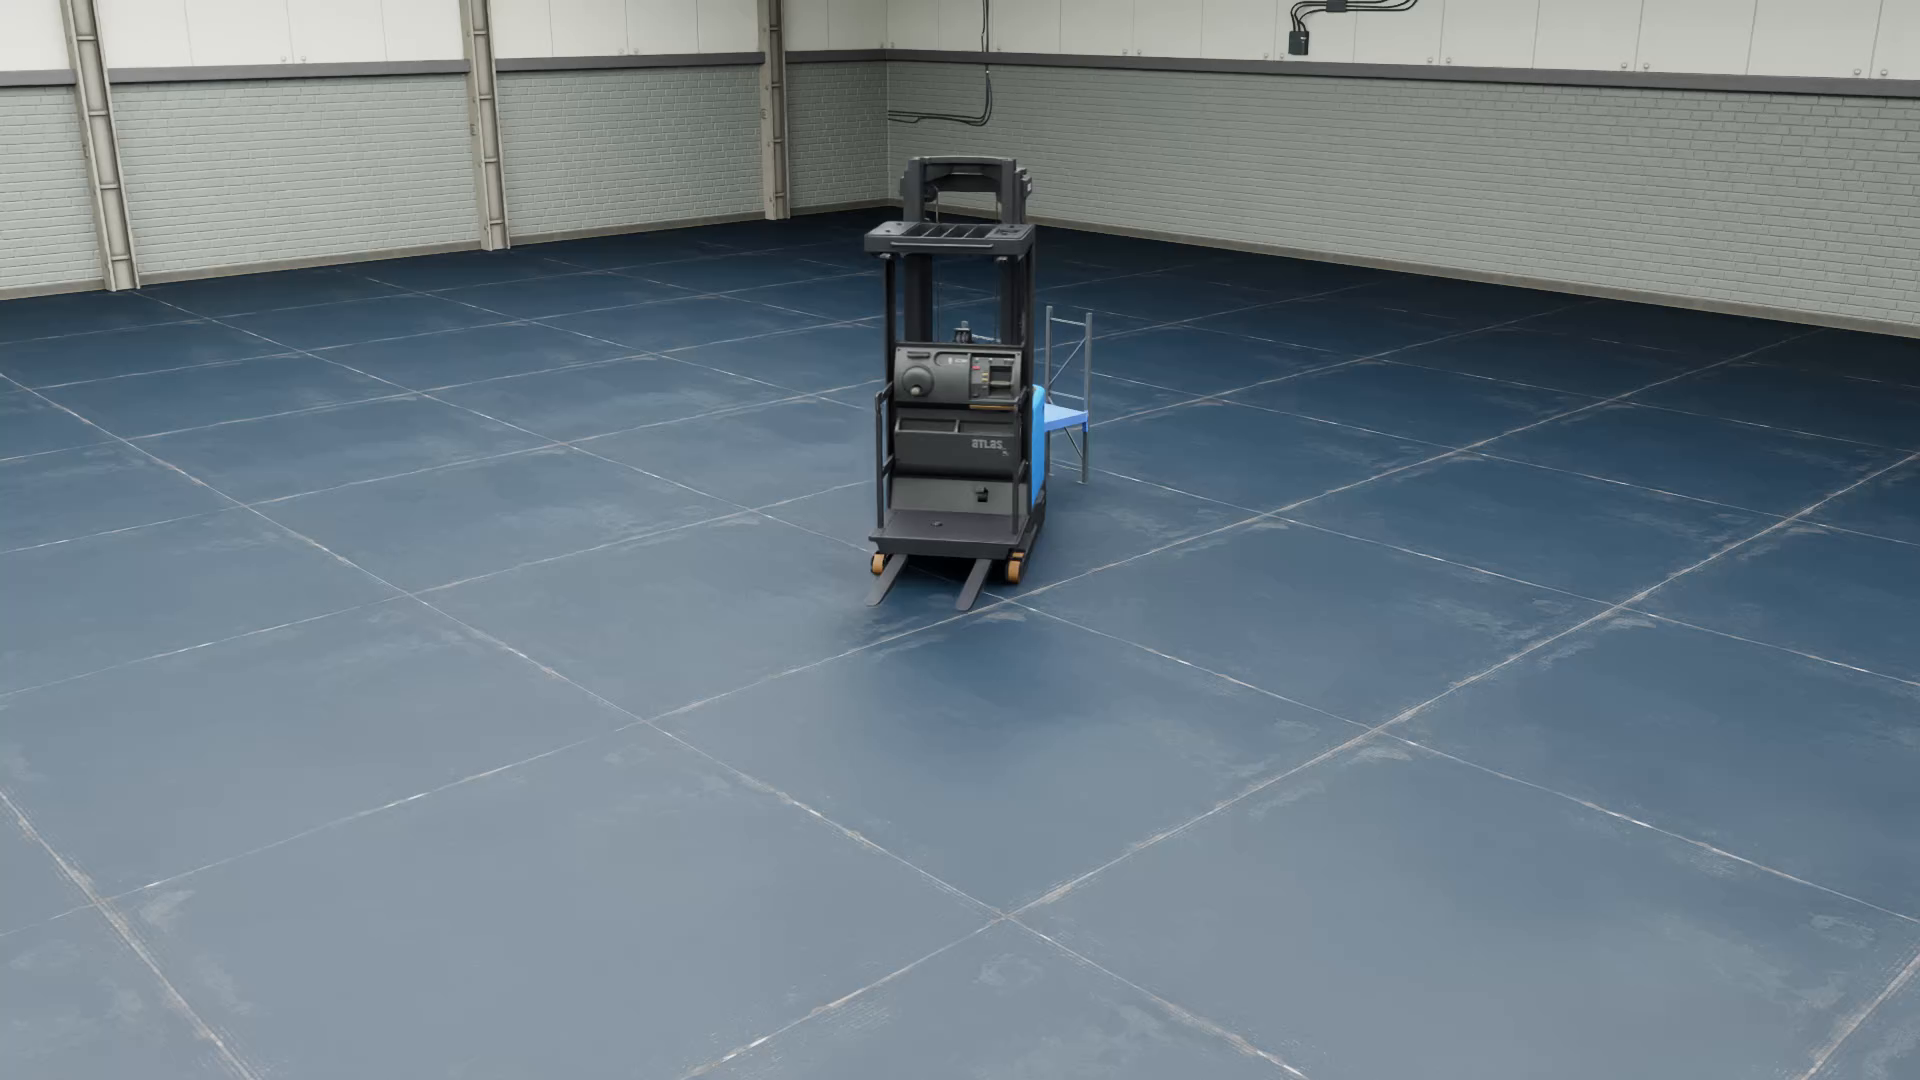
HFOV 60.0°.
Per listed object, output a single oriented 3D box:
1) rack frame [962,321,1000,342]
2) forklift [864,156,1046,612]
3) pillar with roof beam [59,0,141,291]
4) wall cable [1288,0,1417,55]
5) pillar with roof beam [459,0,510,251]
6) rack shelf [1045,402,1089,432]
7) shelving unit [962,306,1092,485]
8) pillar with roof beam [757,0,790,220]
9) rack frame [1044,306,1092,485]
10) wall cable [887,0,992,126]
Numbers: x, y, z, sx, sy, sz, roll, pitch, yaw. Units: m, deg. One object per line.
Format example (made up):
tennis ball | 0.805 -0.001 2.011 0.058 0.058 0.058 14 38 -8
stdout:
rack frame | 0.200 -1.030 13.730 0.032 1.500 0.500 -17 24 -42
forklift | -0.048 -1.199 11.929 1.130 2.935 3.031 3 18 9
pillar with roof beam | -9.294 -6.997 19.975 0.400 9.000 9.100 -16 24 -41
wall cable | 6.027 -10.319 24.708 0.169 6.003 2.305 -16 24 -41
pillar with roof beam | -4.935 -8.268 23.896 0.400 9.000 9.100 -16 24 -41
rack shelf | 0.564 -0.968 14.122 1.000 0.185 0.538 -17 24 -42
shelving unit | 0.564 -1.139 14.067 1.048 1.500 0.538 -17 24 -42
pillar with roof beam | -0.575 -9.540 27.818 0.400 9.000 9.100 -16 24 -41
rack frame | 0.929 -1.249 14.404 0.032 1.500 0.500 -17 24 -42
wall cable | -0.484 -9.355 32.283 0.112 2.526 3.097 -16 24 -41
